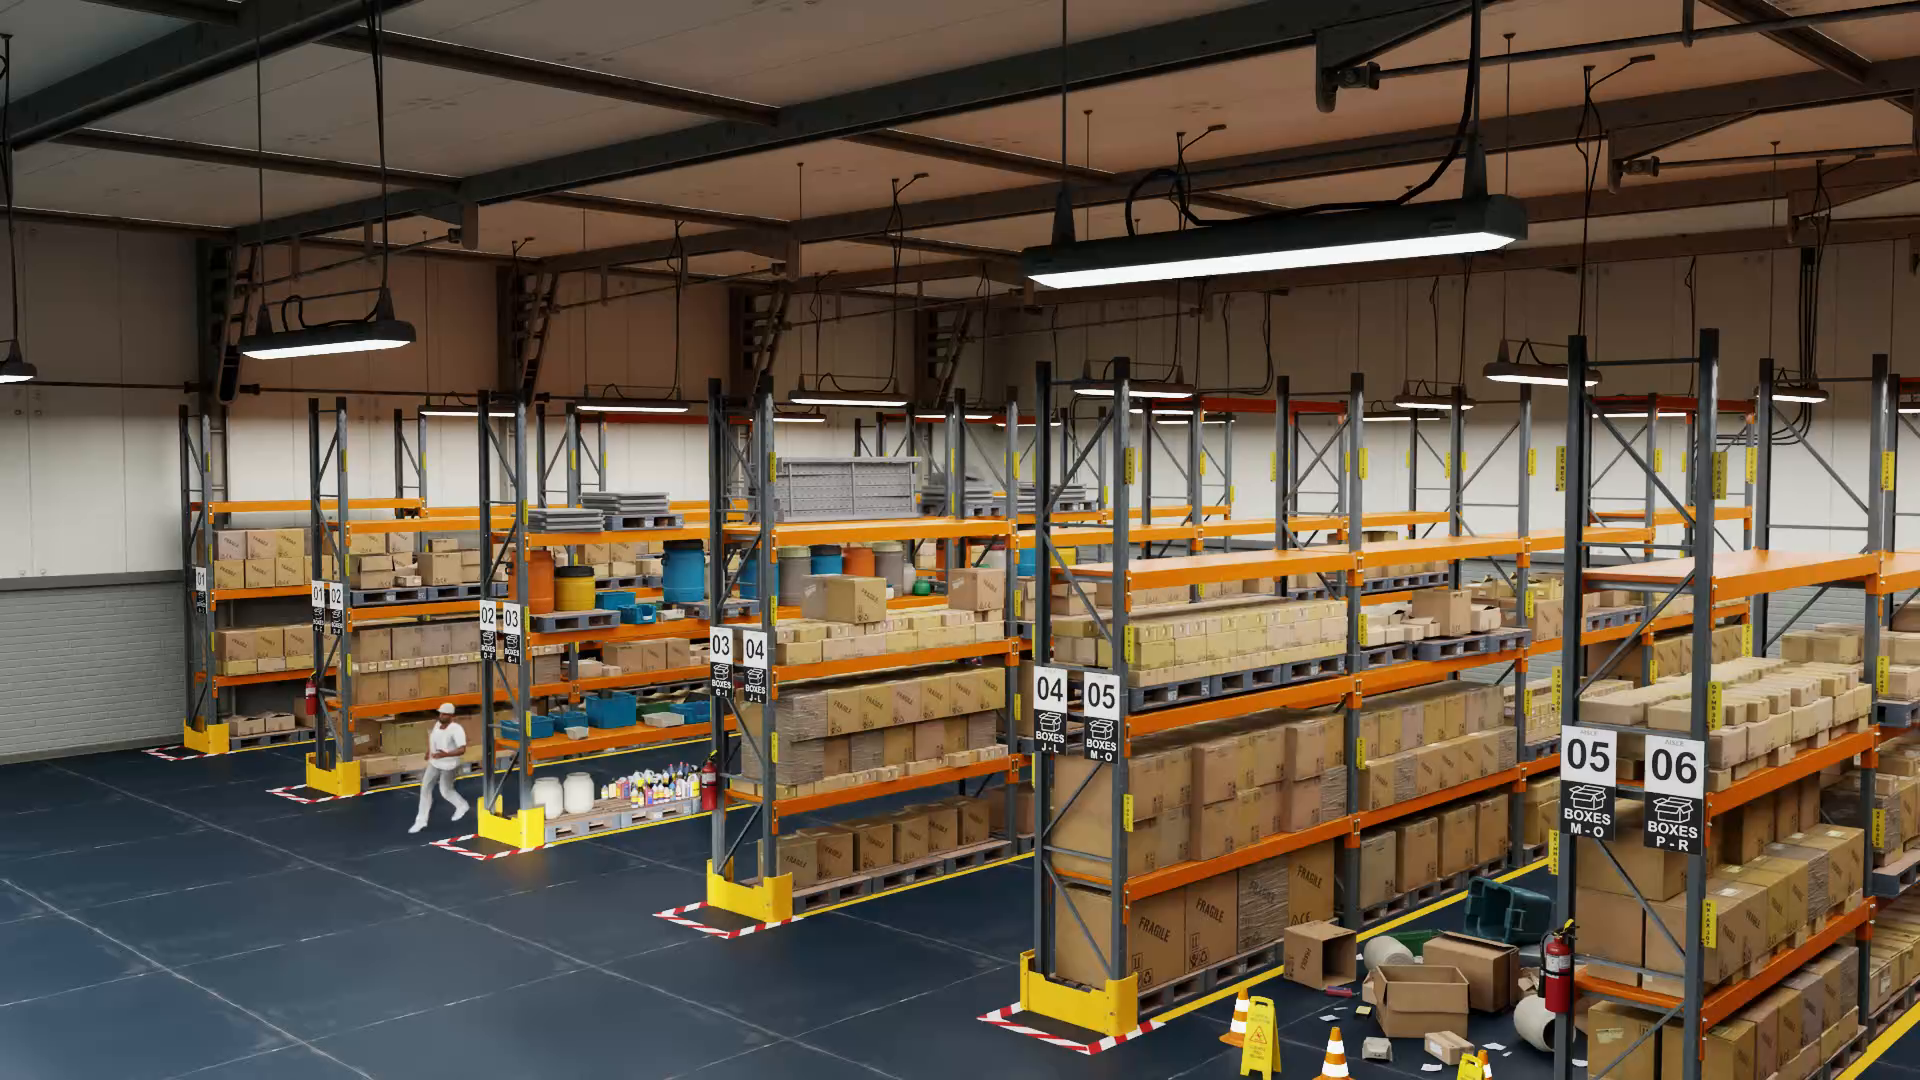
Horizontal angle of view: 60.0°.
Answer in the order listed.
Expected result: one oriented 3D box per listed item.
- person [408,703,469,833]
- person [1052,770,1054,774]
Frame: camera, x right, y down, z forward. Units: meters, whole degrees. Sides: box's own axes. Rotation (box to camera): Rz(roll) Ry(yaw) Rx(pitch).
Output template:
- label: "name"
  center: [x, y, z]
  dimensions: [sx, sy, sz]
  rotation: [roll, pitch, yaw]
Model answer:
- label: "person"
  center: [-7.051, 3.088, 22.795]
  dimensions: [0.734, 1.746, 0.948]
  rotation: [2, 3, 30]
- label: "person"
  center: [1.784, 2.877, 26.777]
  dimensions: [0.638, 1.753, 0.877]
  rotation: [2, 4, 32]
